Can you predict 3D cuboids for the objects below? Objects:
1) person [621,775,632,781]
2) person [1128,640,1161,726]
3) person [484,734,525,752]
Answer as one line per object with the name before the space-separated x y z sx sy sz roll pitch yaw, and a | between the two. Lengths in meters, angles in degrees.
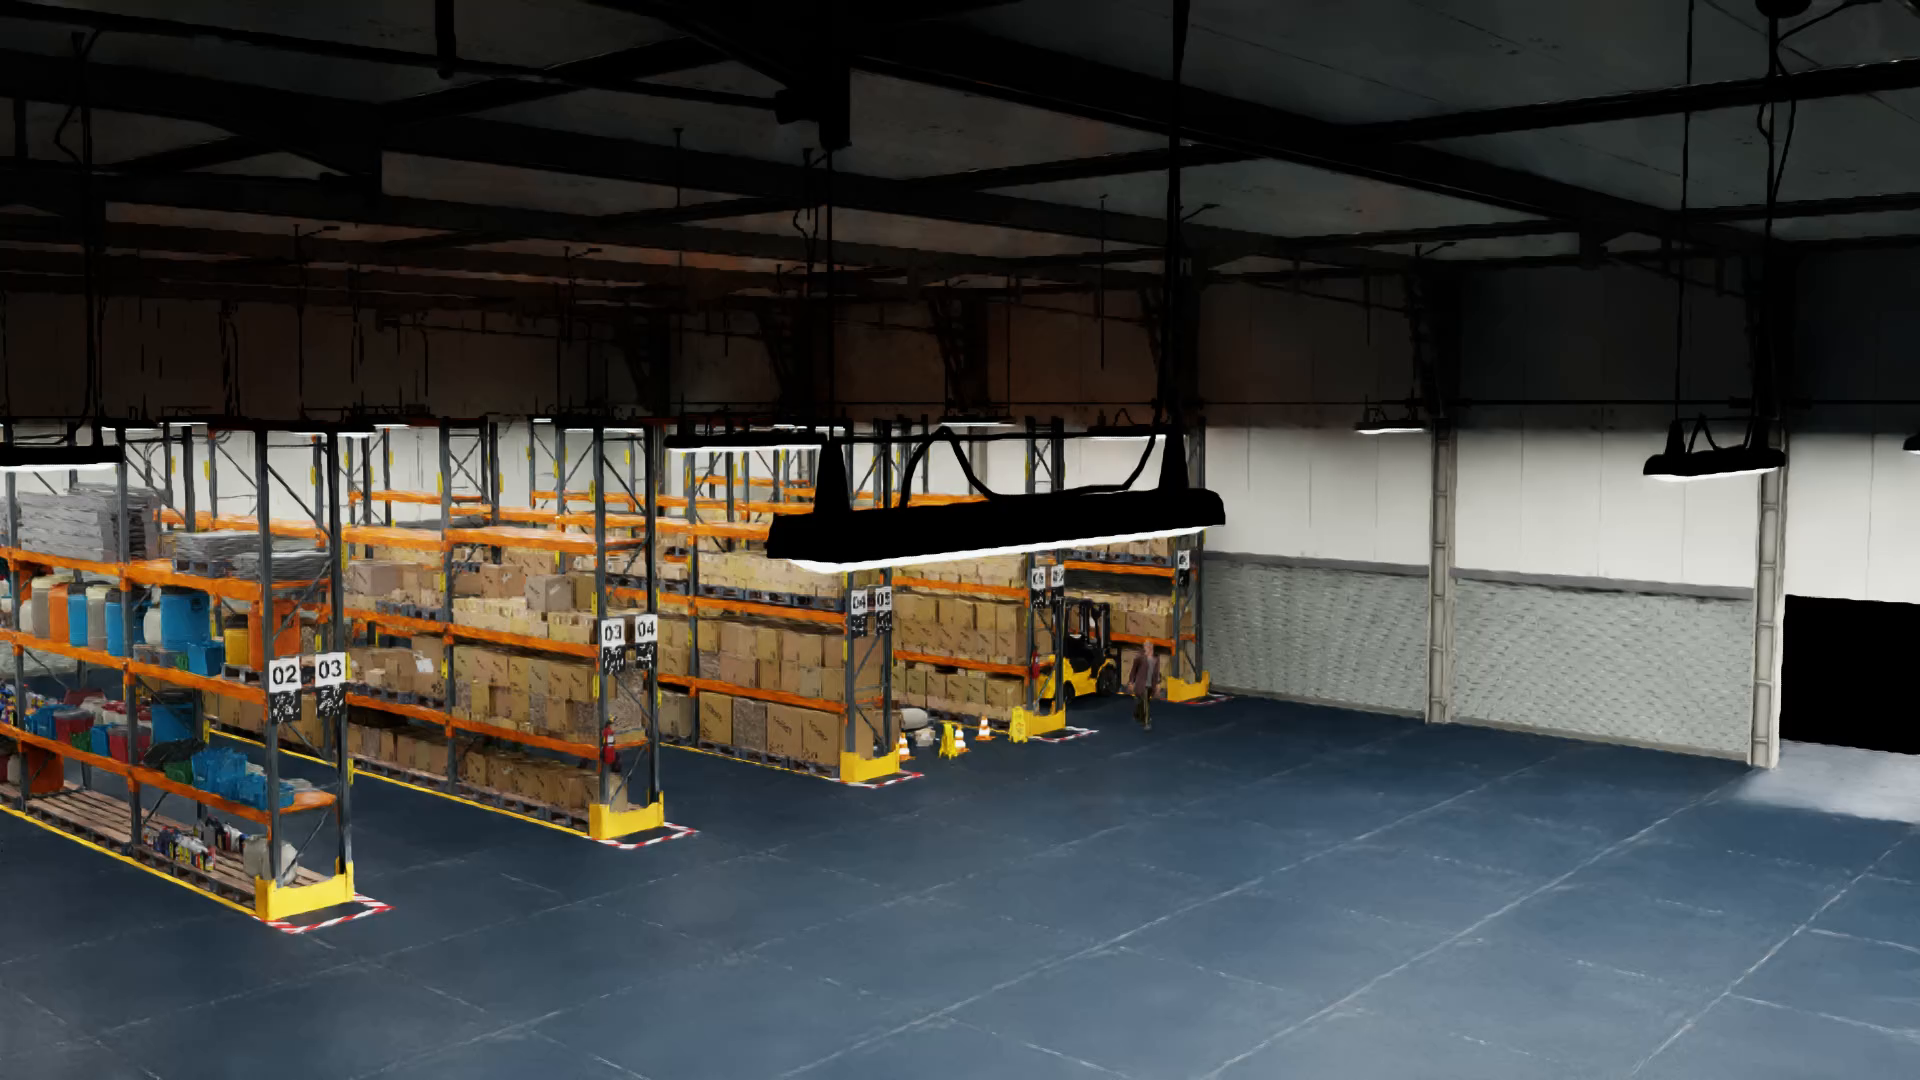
person | -5.937 3.212 27.449 0.788 1.659 0.676 2 5 21
person | 3.580 2.752 32.408 0.633 1.671 0.863 -2 5 -27
person | -8.186 2.973 29.705 0.952 1.665 0.539 4 7 43
